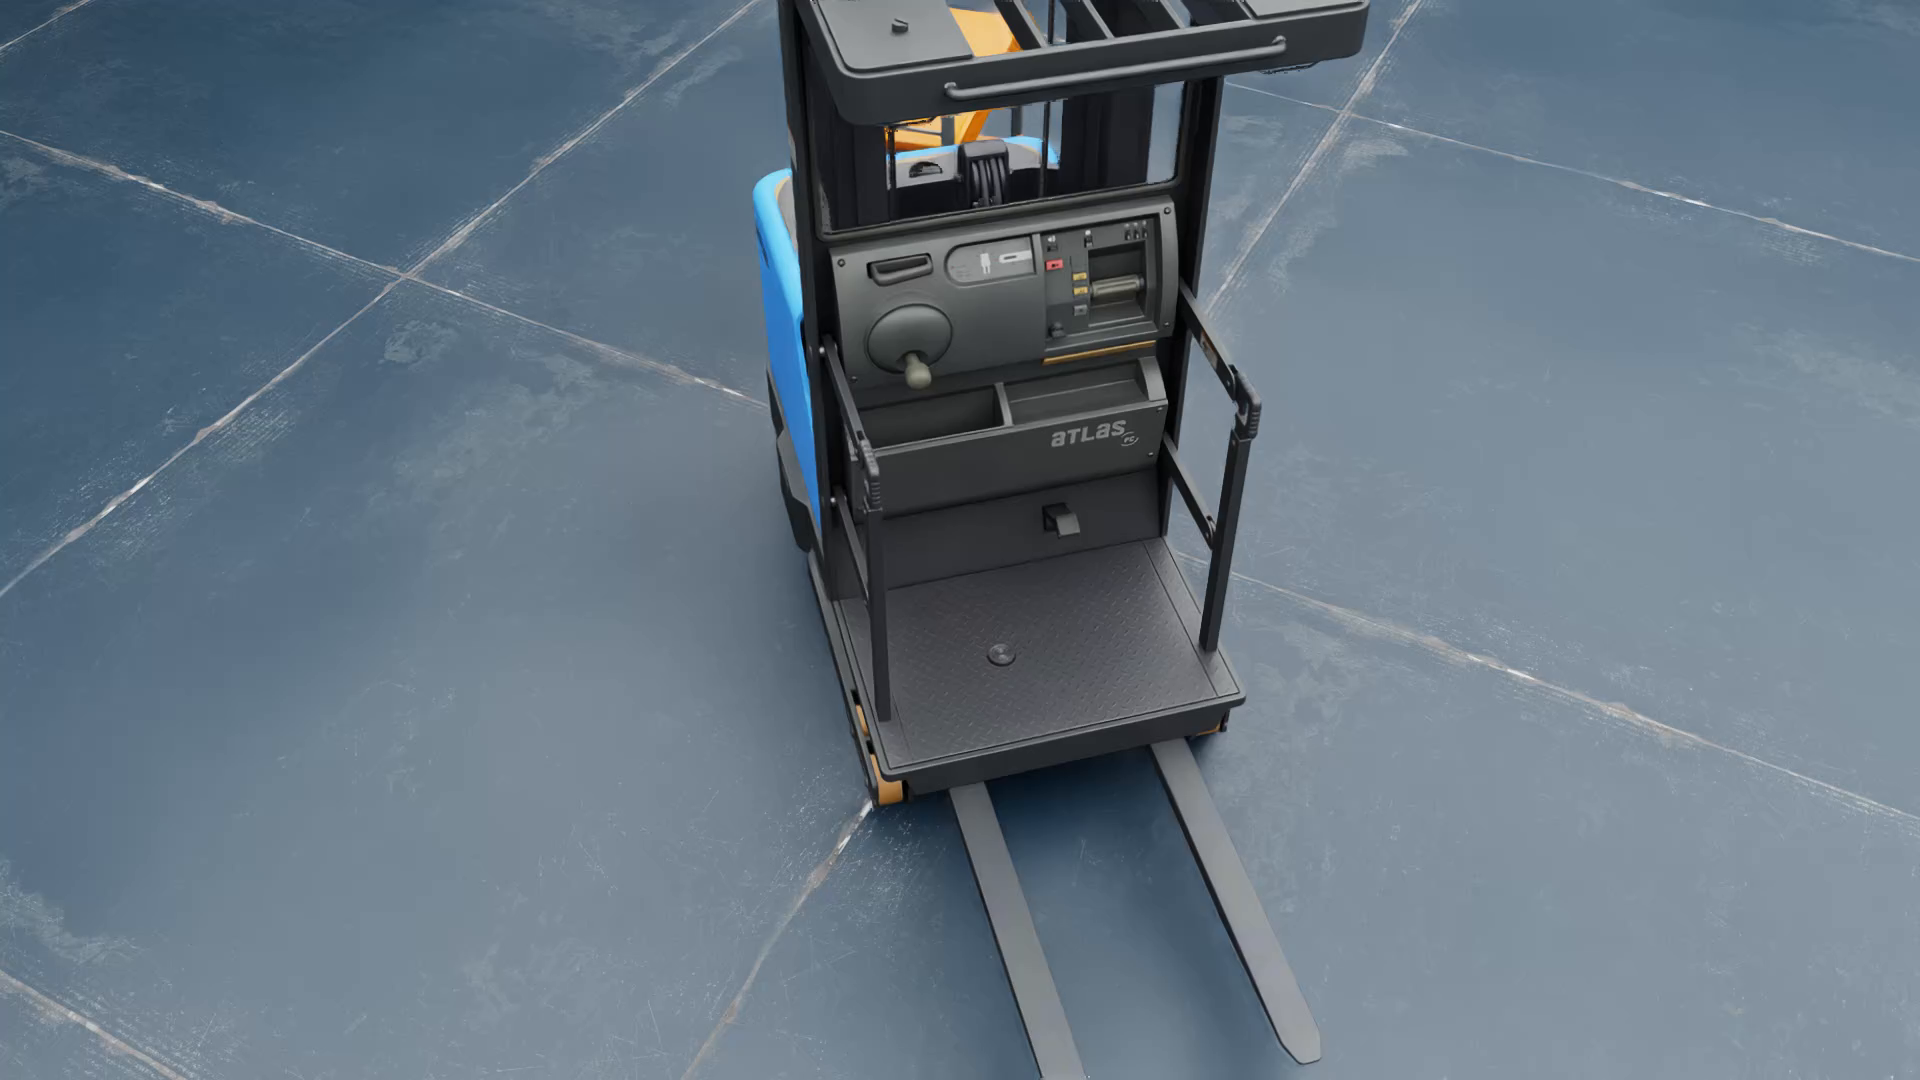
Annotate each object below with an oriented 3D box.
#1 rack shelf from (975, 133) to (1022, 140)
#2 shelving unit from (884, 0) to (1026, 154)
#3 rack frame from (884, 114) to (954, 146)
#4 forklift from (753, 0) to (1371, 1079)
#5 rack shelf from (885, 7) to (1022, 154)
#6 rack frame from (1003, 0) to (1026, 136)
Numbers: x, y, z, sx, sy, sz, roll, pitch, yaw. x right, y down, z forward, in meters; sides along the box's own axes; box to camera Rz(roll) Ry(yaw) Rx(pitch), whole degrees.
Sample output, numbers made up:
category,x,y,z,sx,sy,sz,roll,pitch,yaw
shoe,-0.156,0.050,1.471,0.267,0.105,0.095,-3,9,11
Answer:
category,x,y,z,sx,sy,sz,roll,pitch,yaw
rack shelf,-0.128,-1.257,6.545,0.538,0.278,1.000,11,46,11
shelving unit,-0.128,-1.429,6.371,0.538,1.125,1.048,11,46,11
rack frame,-0.264,-1.080,6.027,0.500,1.125,0.032,11,46,11
forklift,0.187,-0.553,4.236,1.130,2.935,3.031,-11,46,-11
rack shelf,-0.128,-1.634,6.163,0.538,0.278,1.000,11,46,11
rack frame,0.008,-1.777,6.715,0.500,1.125,0.032,11,46,11
